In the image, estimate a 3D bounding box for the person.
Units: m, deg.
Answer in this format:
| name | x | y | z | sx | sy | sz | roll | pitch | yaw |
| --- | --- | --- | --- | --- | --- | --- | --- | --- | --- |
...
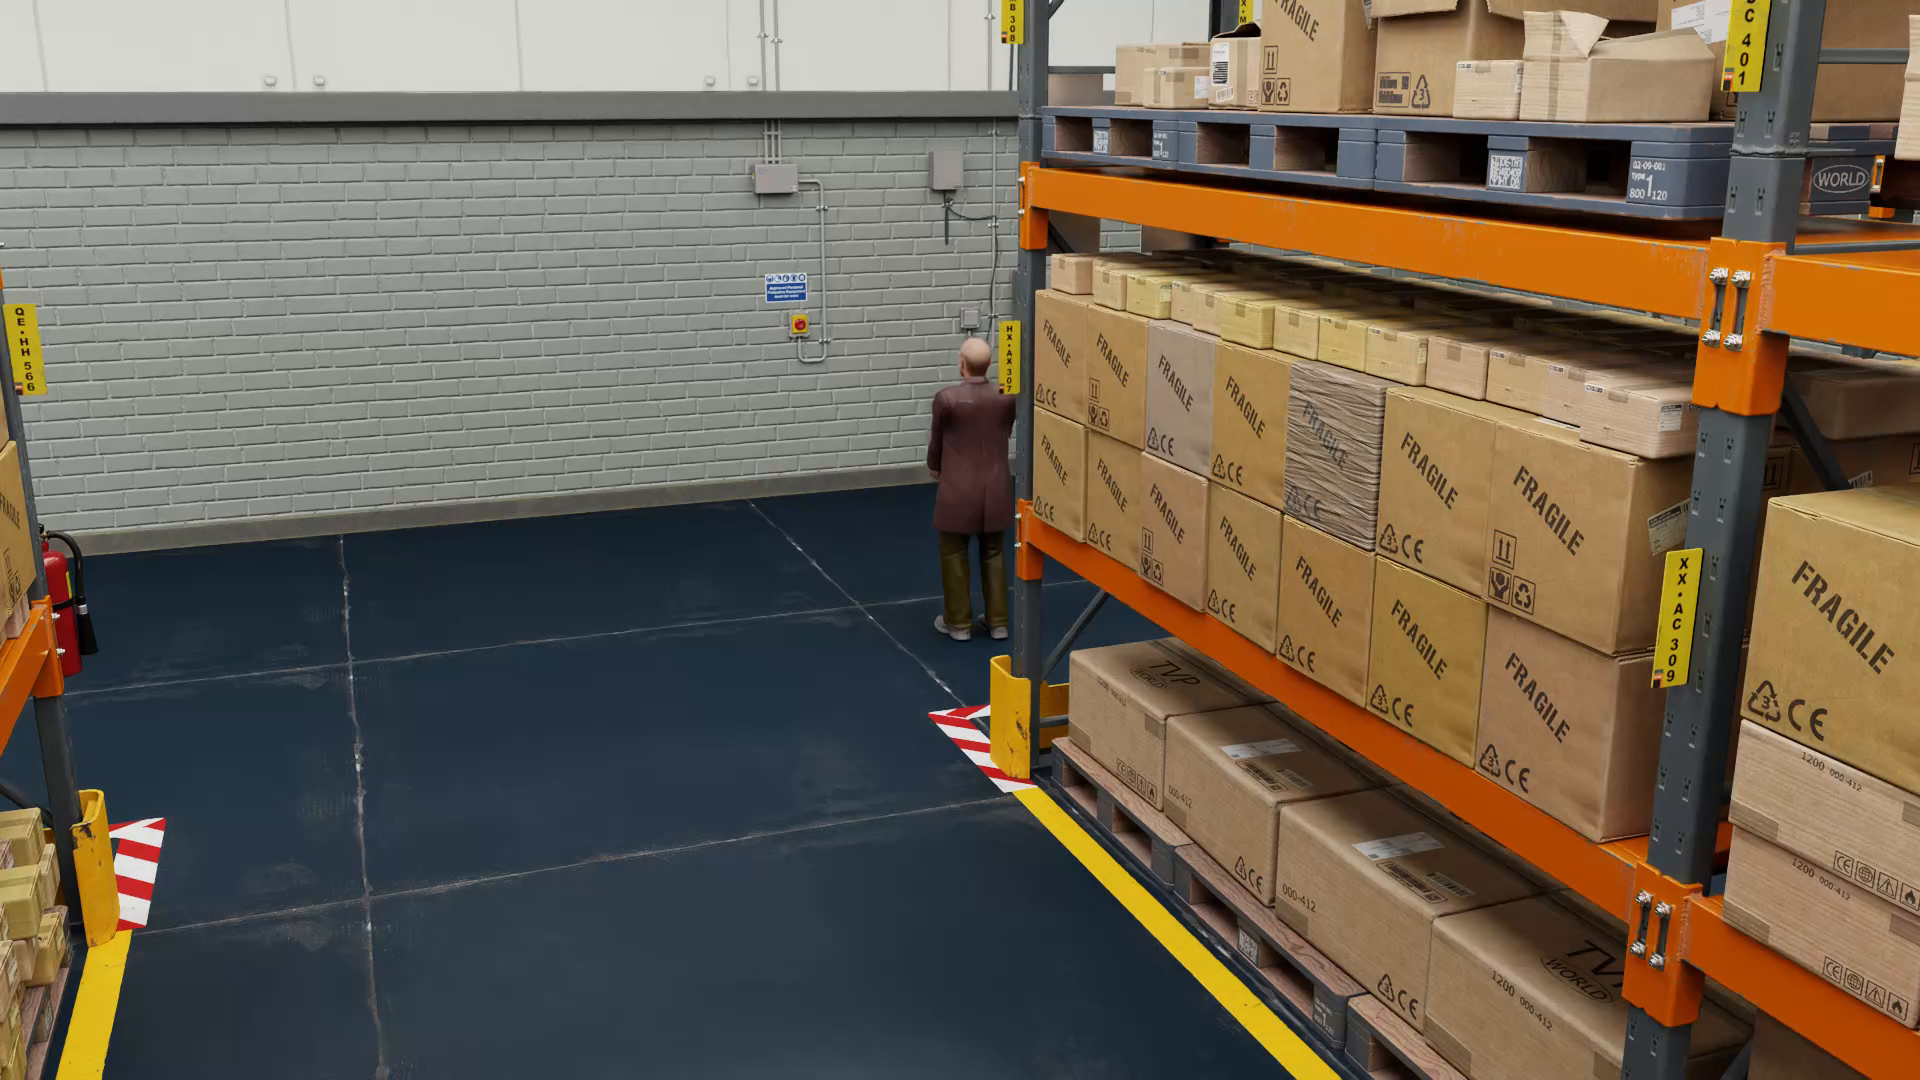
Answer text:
| name | x | y | z | sx | sy | sz | roll | pitch | yaw |
| --- | --- | --- | --- | --- | --- | --- | --- | --- | --- |
| person | 0.043 | -0.313 | 9.697 | 0.524 | 1.779 | 0.545 | -6 | 16 | -20 |
